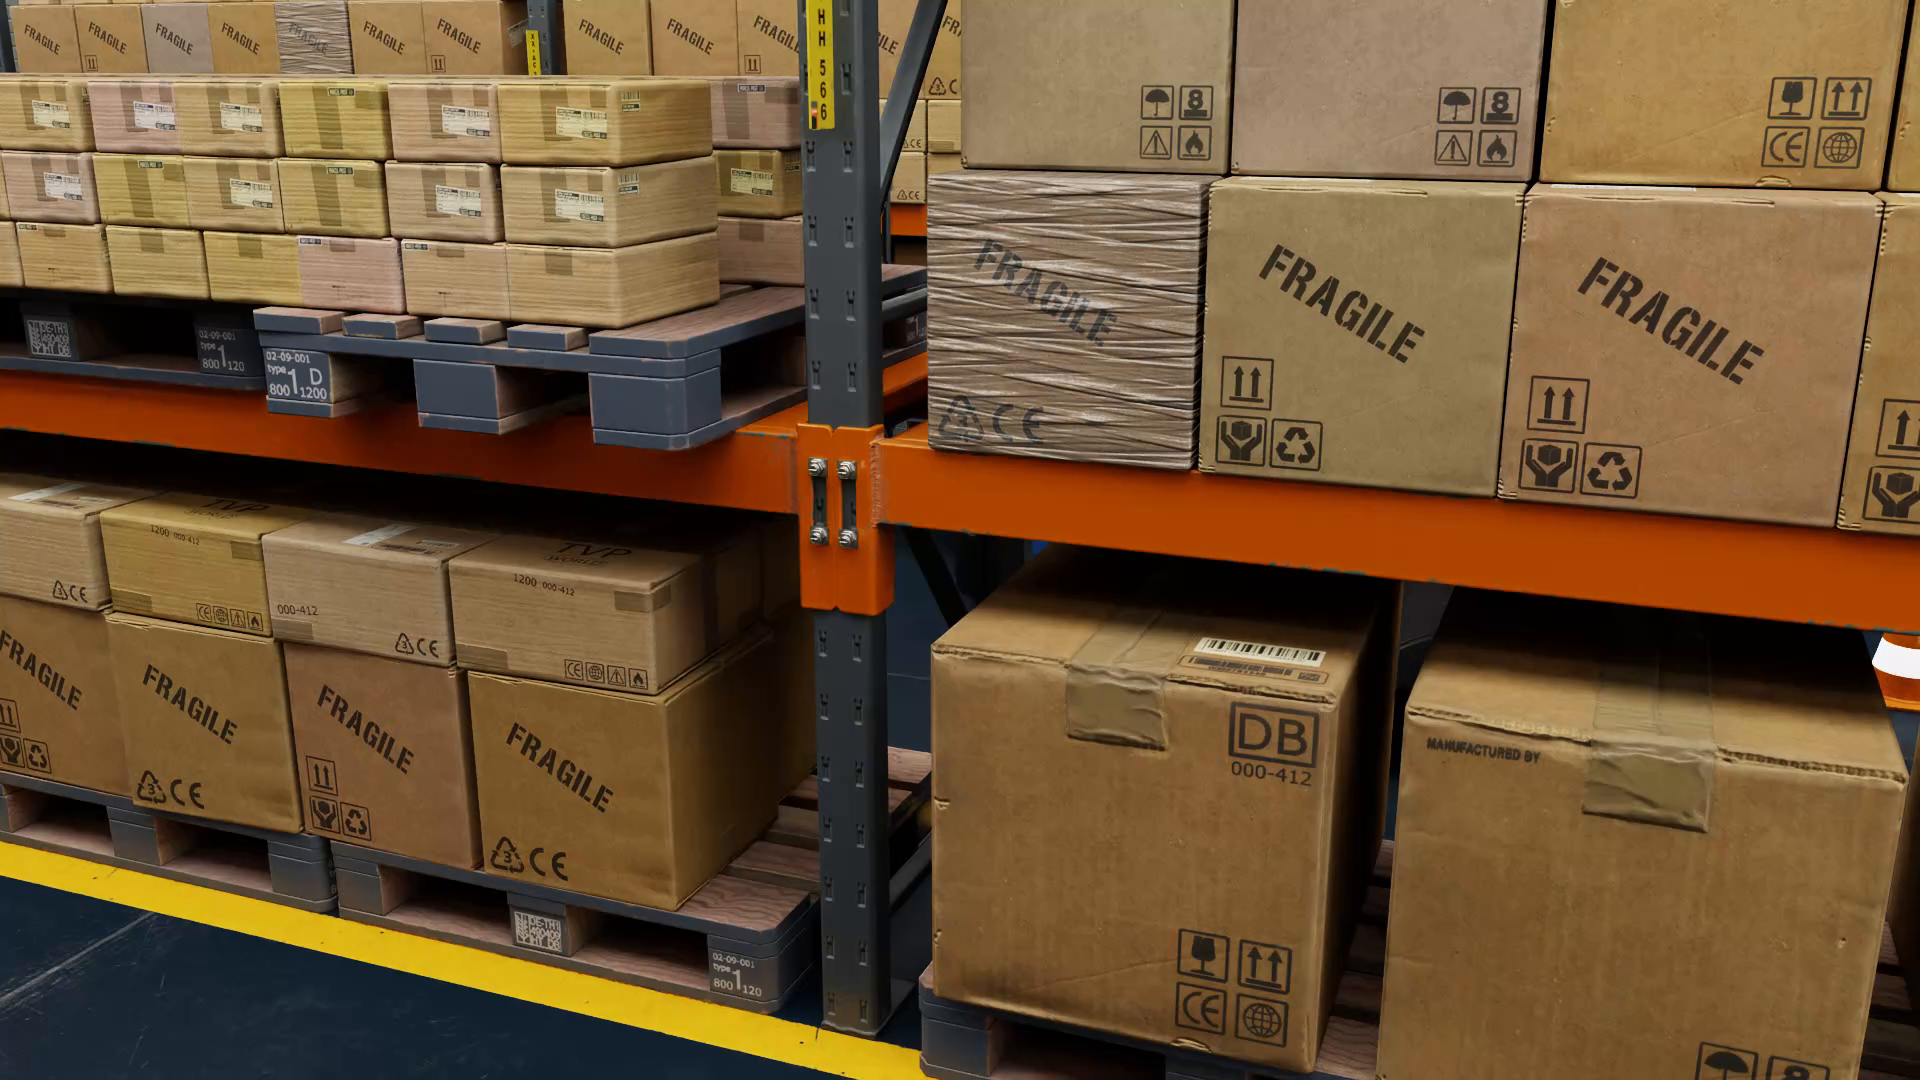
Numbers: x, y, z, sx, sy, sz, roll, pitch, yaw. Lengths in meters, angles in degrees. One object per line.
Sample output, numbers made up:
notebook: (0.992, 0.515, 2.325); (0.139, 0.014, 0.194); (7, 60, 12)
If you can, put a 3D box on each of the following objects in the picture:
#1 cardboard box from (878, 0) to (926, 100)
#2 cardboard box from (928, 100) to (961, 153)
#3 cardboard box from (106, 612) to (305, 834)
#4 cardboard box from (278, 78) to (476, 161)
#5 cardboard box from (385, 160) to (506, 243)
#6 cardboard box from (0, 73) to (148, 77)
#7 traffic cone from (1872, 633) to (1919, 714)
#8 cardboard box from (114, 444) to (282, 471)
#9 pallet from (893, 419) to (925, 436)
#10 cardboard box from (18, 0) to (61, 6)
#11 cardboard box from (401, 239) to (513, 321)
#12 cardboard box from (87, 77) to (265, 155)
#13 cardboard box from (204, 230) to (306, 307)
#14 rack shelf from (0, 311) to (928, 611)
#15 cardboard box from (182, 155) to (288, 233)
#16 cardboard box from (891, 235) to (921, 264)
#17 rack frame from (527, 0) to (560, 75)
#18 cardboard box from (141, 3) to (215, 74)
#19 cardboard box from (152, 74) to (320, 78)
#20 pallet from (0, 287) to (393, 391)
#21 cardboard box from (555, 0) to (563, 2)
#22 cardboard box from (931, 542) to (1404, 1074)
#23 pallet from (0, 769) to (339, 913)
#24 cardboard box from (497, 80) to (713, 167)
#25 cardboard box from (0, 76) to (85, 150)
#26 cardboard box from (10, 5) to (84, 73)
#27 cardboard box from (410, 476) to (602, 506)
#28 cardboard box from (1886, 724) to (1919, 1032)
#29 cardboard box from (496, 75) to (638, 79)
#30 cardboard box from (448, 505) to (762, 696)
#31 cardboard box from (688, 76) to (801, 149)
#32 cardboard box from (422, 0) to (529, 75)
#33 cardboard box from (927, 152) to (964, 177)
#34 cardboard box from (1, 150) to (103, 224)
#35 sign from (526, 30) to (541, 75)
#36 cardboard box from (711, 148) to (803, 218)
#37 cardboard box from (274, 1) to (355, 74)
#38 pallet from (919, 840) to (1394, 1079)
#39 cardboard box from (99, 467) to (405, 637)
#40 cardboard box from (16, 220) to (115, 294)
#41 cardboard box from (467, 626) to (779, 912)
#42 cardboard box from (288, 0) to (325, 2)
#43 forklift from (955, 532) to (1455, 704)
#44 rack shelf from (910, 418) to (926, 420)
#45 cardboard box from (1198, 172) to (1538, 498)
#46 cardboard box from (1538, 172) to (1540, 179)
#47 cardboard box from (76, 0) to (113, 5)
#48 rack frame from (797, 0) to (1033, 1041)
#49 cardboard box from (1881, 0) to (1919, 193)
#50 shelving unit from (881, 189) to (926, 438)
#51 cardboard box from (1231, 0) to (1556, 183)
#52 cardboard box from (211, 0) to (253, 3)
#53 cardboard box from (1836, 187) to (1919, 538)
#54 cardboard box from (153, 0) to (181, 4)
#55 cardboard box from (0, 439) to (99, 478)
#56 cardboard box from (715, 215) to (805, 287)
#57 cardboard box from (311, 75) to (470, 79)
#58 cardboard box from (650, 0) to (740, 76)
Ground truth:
cardboard box: (-0.317, -2.479, 8.361); (0.500, 0.500, 0.500); (6, 17, 20)
cardboard box: (0.162, -2.060, 8.261); (0.500, 0.250, 0.500); (6, 17, 19)
cardboard box: (-1.742, 0.380, 4.215); (0.500, 0.500, 0.500); (5, 17, 18)
cardboard box: (-1.155, -0.866, 3.408); (0.250, 0.149, 0.380); (7, 18, 22)
cardboard box: (-0.930, -0.699, 3.363); (0.250, 0.149, 0.380); (7, 18, 23)
cardboard box: (-2.369, -1.194, 4.536); (0.250, 0.149, 0.380); (6, 17, 19)
traffic cone: (3.085, 0.284, 5.366); (0.334, 0.463, 0.336); (6, 17, 21)
cardboard box: (-2.020, -0.169, 4.760); (0.500, 0.250, 0.500); (5, 17, 18)
pallet: (-0.169, -0.696, 9.192); (1.213, 0.211, 1.003); (6, 17, 21)
cardboard box: (-5.546, -3.359, 10.229); (0.250, 0.149, 0.380); (7, 17, 22)
cardboard box: (-0.913, -0.553, 3.397); (0.250, 0.149, 0.380); (6, 17, 20)
cardboard box: (-1.627, -0.919, 3.589); (0.250, 0.149, 0.380); (6, 17, 21)
cardboard box: (-1.383, -0.606, 3.579); (0.250, 0.149, 0.380); (6, 17, 20)
rack shelf: (-1.915, -0.374, 4.374); (4.000, 0.370, 1.077); (6, 17, 21)
cardboard box: (-1.409, -0.750, 3.542); (0.250, 0.149, 0.380); (6, 17, 21)
cardboard box: (-0.604, -1.267, 9.215); (0.875, 0.875, 0.875); (7, 18, 22)
rack frame: (-2.054, -2.219, 9.436); (0.127, 3.000, 1.000); (6, 17, 21)
cardboard box: (-4.468, -2.931, 9.918); (0.500, 0.500, 0.500); (6, 17, 20)
cardboard box: (-1.868, -1.140, 4.351); (0.250, 0.149, 0.380); (6, 17, 20)
pallet: (-1.911, -0.615, 4.256); (1.213, 0.211, 1.003); (6, 17, 21)
cardboard box: (-2.252, -3.158, 9.535); (0.250, 0.149, 0.380); (6, 17, 20)
cardboard box: (0.479, 0.449, 3.529); (0.750, 0.750, 1.050); (6, 17, 20)
pallet: (-1.912, 0.618, 4.665); (1.213, 0.211, 1.003); (6, 17, 21)
cardboard box: (-0.679, -0.813, 3.225); (0.250, 0.149, 0.380); (6, 17, 18)
cardboard box: (-2.123, -0.973, 3.775); (0.250, 0.149, 0.380); (7, 18, 22)
cardboard box: (-5.433, -3.033, 10.268); (0.500, 0.500, 0.500); (6, 17, 19)
cardboard box: (-1.079, -0.062, 4.392); (0.500, 0.250, 0.500); (6, 17, 20)
cardboard box: (2.160, 0.633, 2.896); (0.750, 0.750, 1.050); (6, 17, 21)
cardboard box: (-0.891, -1.033, 3.981); (0.250, 0.149, 0.380); (6, 17, 20)
cardboard box: (-0.787, 0.121, 3.761); (0.500, 0.250, 0.500); (6, 17, 19)
cardboard box: (-0.418, -0.980, 3.800); (0.250, 0.149, 0.380); (6, 17, 21)
cardboard box: (-2.594, -2.724, 9.202); (0.500, 0.500, 0.500); (6, 17, 20)
cardboard box: (0.158, -1.826, 8.351); (0.500, 0.250, 0.500); (6, 17, 20)
cardboard box: (-1.882, -0.803, 3.723); (0.250, 0.149, 0.380); (7, 18, 22)
sign: (-2.256, -2.528, 8.808); (0.005, 0.325, 0.100); (6, 17, 21)
cardboard box: (-0.431, -0.841, 3.853); (0.250, 0.149, 0.380); (7, 18, 23)
cardboard box: (-3.540, -2.827, 9.559); (0.500, 0.500, 0.500); (7, 17, 21)
pallet: (0.651, 0.924, 3.612); (1.213, 0.211, 1.003); (6, 17, 21)
cardboard box: (-1.728, 0.016, 4.122); (0.500, 0.250, 0.500); (7, 17, 22)
cardboard box: (-1.874, -0.660, 3.765); (0.250, 0.149, 0.380); (7, 18, 22)
cardboard box: (-0.763, 0.484, 3.857); (0.500, 0.500, 0.500); (6, 17, 20)
cardboard box: (-3.623, -3.154, 9.523); (0.250, 0.149, 0.380); (6, 17, 19)
forklift: (1.283, -0.922, 5.091); (1.130, 2.935, 3.031); (-12, 20, -36)
rack shelf: (0.069, -0.542, 6.997); (1.000, 0.185, 0.538); (6, 17, 21)
cardboard box: (0.738, -0.396, 2.979); (0.500, 0.500, 0.500); (6, 17, 20)
cardboard box: (1.391, -0.484, 3.283); (0.500, 0.500, 0.500); (6, 17, 20)
cardboard box: (-5.076, -3.295, 10.006); (0.250, 0.149, 0.380); (7, 18, 22)
rack frame: (-0.055, -0.515, 3.569); (0.127, 3.000, 1.000); (6, 17, 21)
cardboard box: (1.784, -0.840, 2.712); (0.500, 0.500, 0.700); (6, 17, 20)
shelving unit: (0.069, -0.715, 6.946); (1.048, 1.500, 0.538); (6, 17, 21)
cardboard box: (0.830, -0.944, 3.071); (0.500, 0.500, 0.700); (6, 17, 20)
cardboard box: (-4.119, -3.190, 9.645); (0.250, 0.149, 0.380); (6, 17, 19)
cardboard box: (1.669, -0.293, 2.623); (0.500, 0.500, 0.500); (6, 17, 20)
cardboard box: (-4.561, -3.259, 9.884); (0.250, 0.149, 0.380); (6, 17, 21)
cardboard box: (-2.689, -0.088, 4.482); (0.500, 0.250, 0.500); (7, 18, 22)
cardboard box: (-0.397, -0.694, 3.883); (0.250, 0.149, 0.380); (6, 17, 20)
cardboard box: (-1.390, -1.087, 4.168); (0.250, 0.149, 0.380); (7, 18, 23)
cardboard box: (-1.266, -2.582, 8.716); (0.500, 0.500, 0.500); (6, 17, 20)
